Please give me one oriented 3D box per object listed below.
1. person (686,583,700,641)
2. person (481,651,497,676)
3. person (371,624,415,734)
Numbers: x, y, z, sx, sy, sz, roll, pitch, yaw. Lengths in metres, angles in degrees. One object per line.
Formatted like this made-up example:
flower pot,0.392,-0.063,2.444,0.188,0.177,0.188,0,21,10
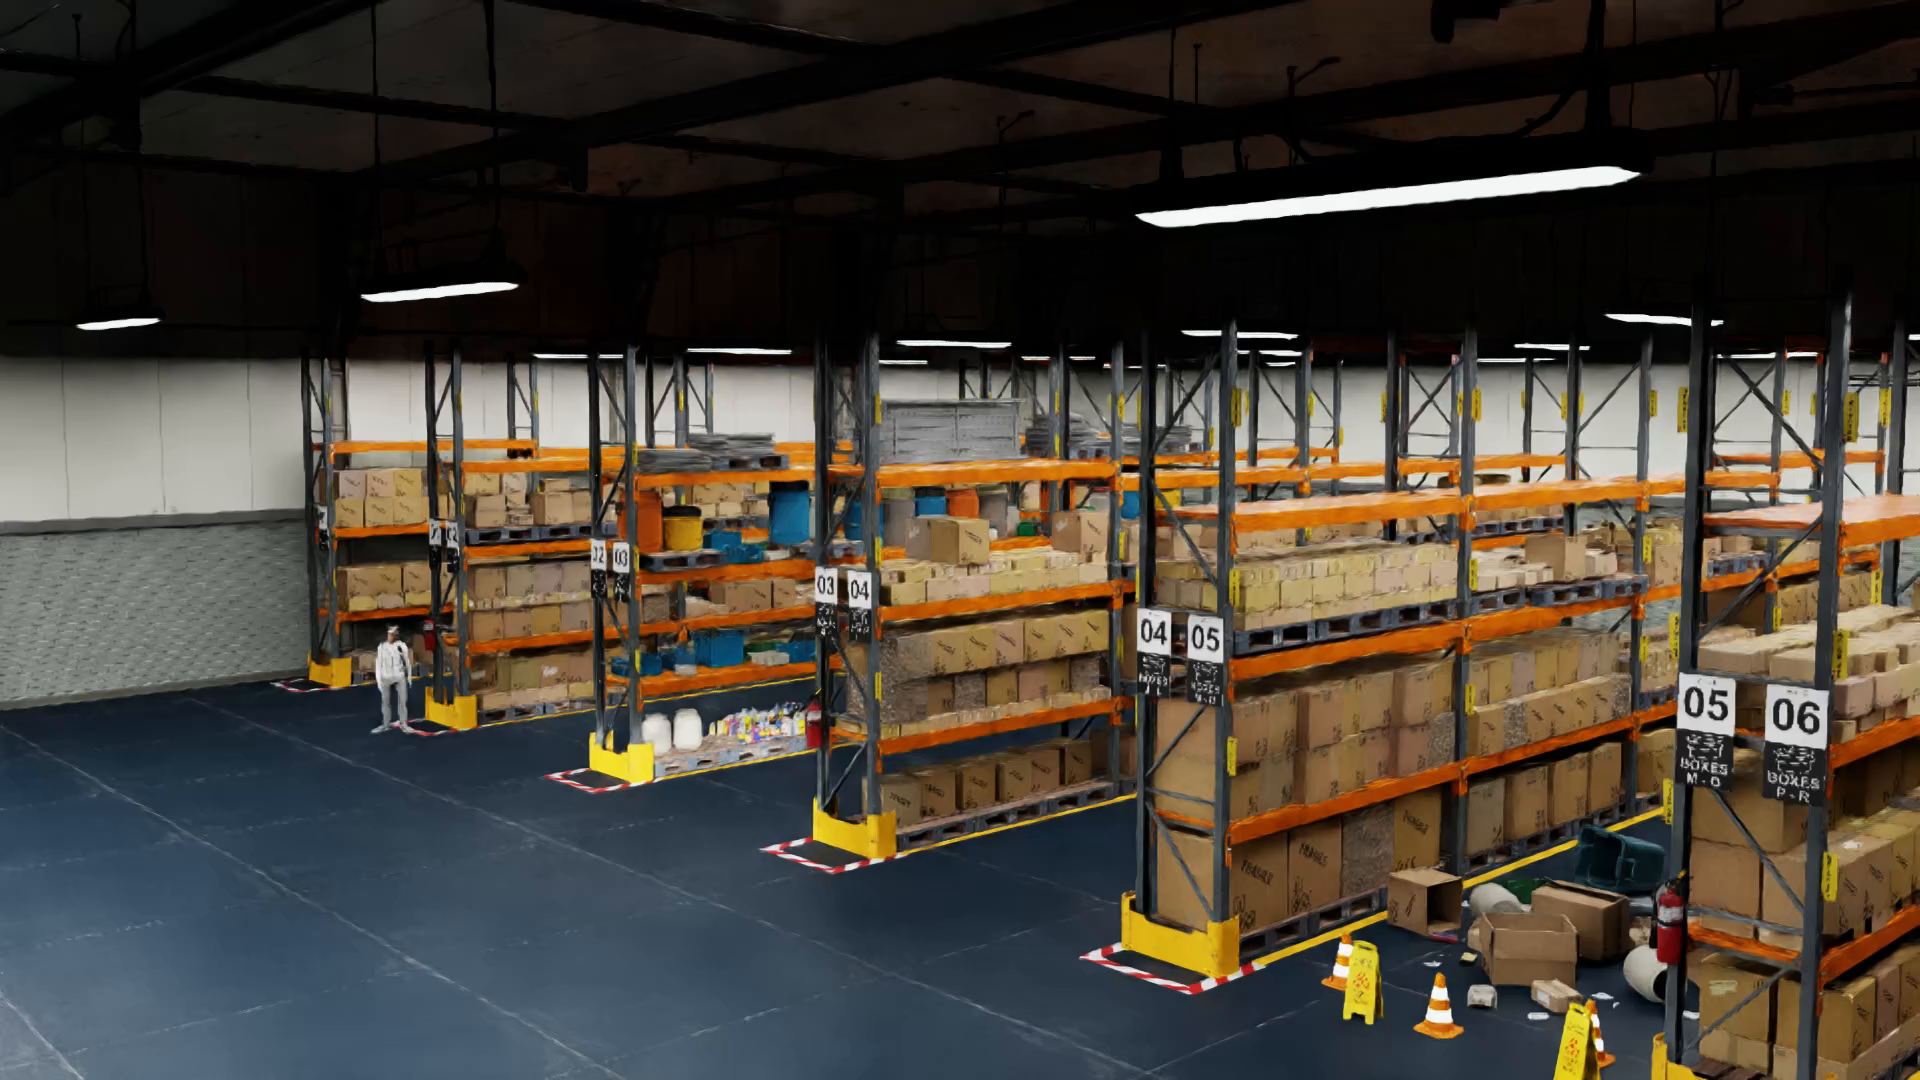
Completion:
person,-5.092,1.596,31.436,0.639,1.628,0.506,5,7,45
person,-8.072,1.911,28.230,1.036,1.517,0.417,-4,7,-40
person,-8.638,2.105,25.269,0.634,1.678,0.408,-1,5,-16
